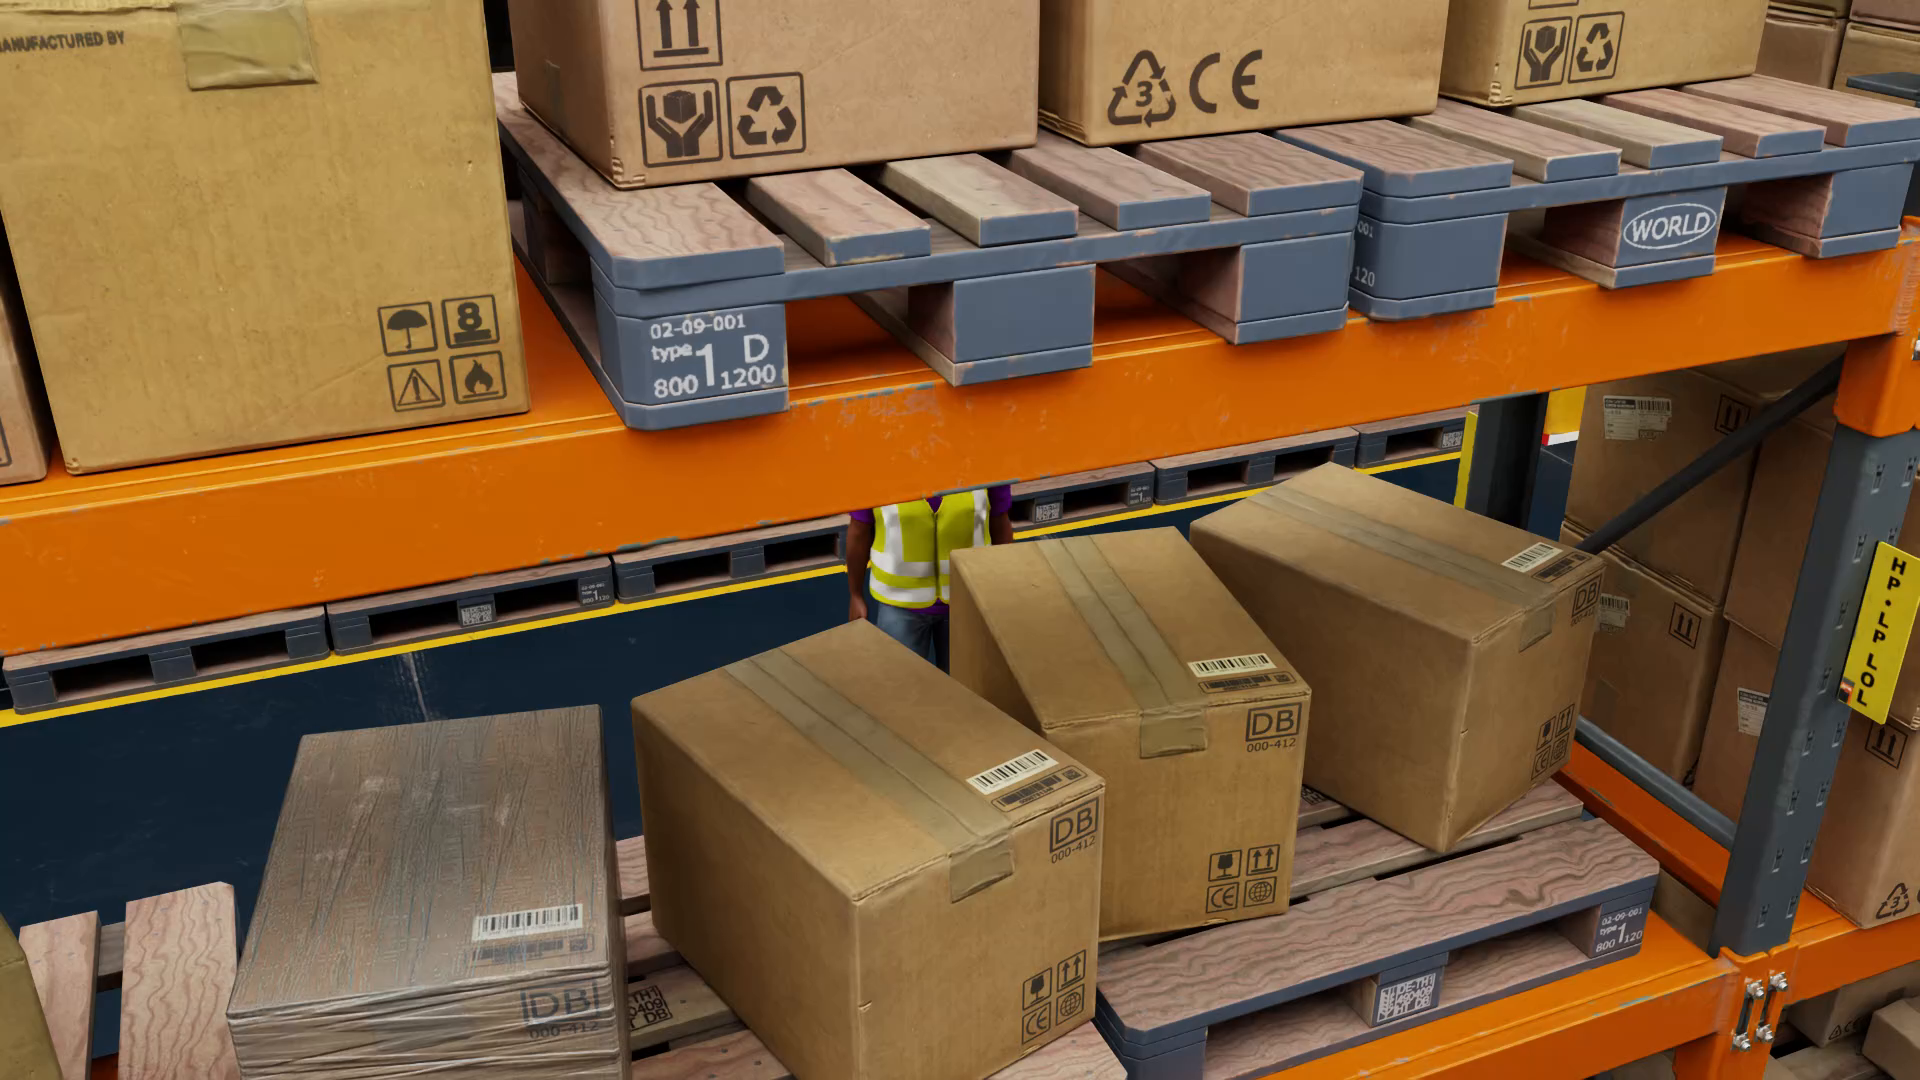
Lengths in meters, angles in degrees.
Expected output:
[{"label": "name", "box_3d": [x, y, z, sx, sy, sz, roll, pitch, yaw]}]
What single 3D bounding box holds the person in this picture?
[{"label": "person", "box_3d": [-0.078, 0.238, 5.576, 0.569, 1.760, 0.641, -4, 26, -9]}]
